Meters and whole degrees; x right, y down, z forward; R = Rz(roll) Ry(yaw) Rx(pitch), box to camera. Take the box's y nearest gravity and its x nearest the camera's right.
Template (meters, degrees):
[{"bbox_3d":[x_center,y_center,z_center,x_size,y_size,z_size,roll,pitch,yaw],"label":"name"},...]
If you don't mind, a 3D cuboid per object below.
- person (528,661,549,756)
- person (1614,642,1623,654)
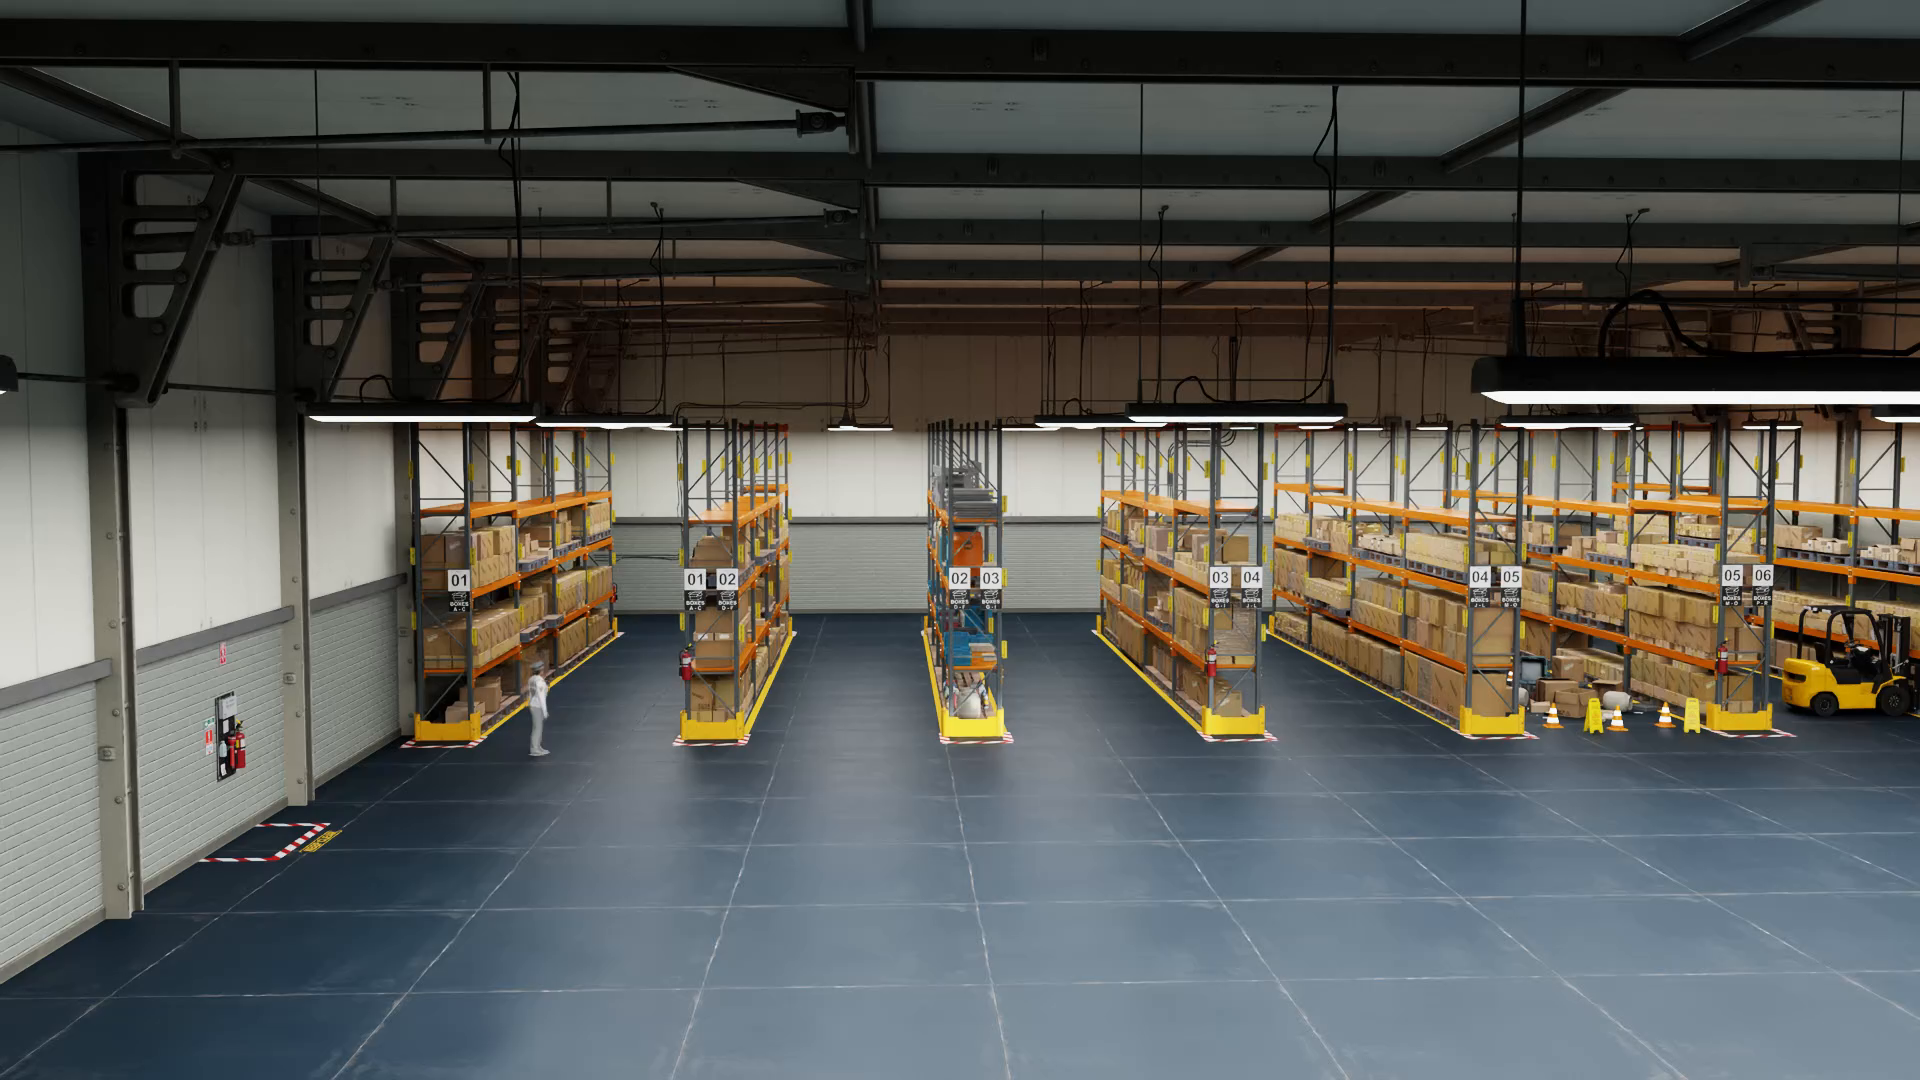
[{"bbox_3d":[-7.480,2.995,29.556,0.361,1.693,0.528,-1,4,-18],"label":"person"},{"bbox_3d":[17.008,2.070,43.023,0.618,1.822,0.542,-1,4,-15],"label":"person"}]
